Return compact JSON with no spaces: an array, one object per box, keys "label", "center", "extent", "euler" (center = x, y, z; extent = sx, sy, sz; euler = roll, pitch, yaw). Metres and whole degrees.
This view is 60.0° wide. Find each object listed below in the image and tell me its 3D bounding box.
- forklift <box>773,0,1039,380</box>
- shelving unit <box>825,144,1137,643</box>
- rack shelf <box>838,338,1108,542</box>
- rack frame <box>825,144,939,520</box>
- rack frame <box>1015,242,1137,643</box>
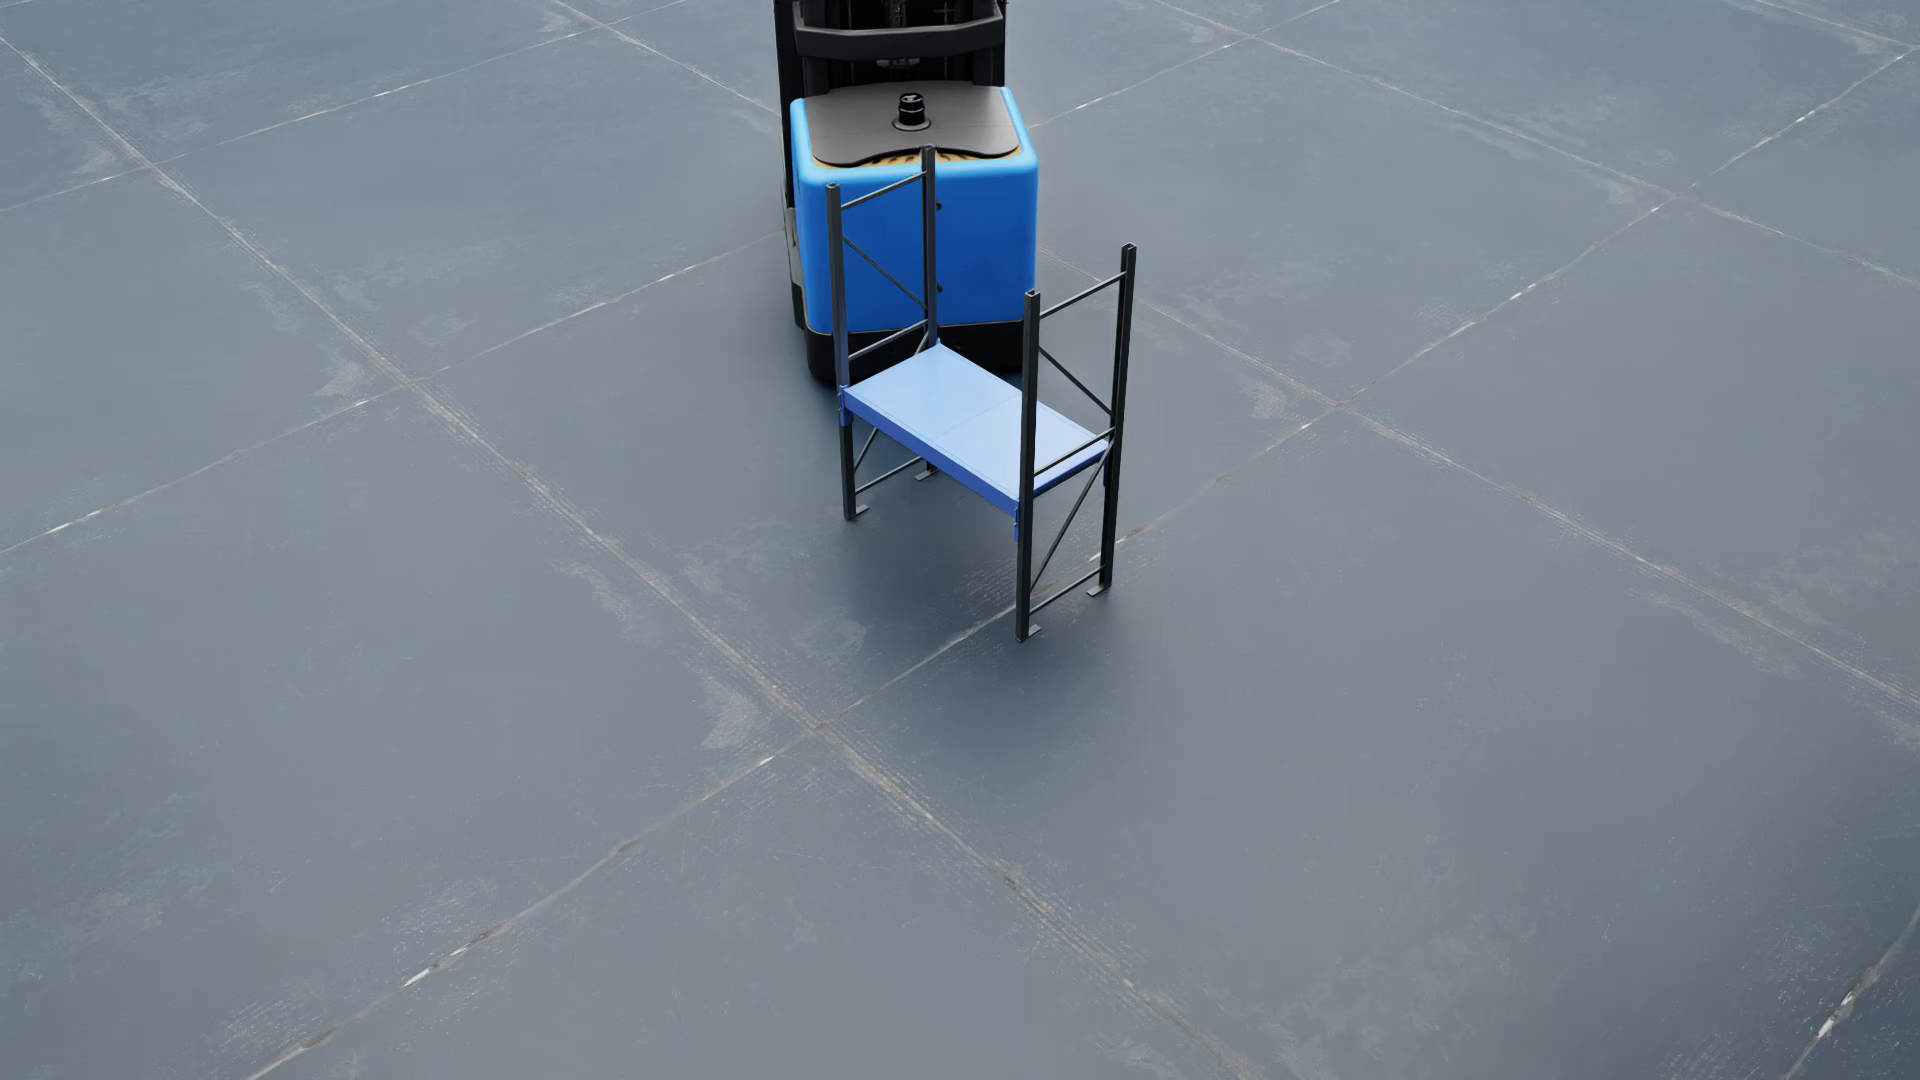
[{"label":"forklift","center":[-0.362,-2.788,7.869],"extent":[1.130,2.935,3.031],"euler":[-5,39,-6]},{"label":"shelving unit","center":[0.058,-0.544,6.230],"extent":[0.538,1.500,1.048],"euler":[-30,48,-32]},{"label":"rack shelf","center":[0.058,-0.404,6.343],"extent":[0.538,0.185,1.000],"euler":[-30,48,-32]},{"label":"rack frame","center":[-0.286,-0.779,6.521],"extent":[0.500,1.500,0.032],"euler":[-30,48,-32]},{"label":"rack frame","center":[0.402,-0.309,5.939],"extent":[0.500,1.500,0.032],"euler":[-30,48,-32]}]
